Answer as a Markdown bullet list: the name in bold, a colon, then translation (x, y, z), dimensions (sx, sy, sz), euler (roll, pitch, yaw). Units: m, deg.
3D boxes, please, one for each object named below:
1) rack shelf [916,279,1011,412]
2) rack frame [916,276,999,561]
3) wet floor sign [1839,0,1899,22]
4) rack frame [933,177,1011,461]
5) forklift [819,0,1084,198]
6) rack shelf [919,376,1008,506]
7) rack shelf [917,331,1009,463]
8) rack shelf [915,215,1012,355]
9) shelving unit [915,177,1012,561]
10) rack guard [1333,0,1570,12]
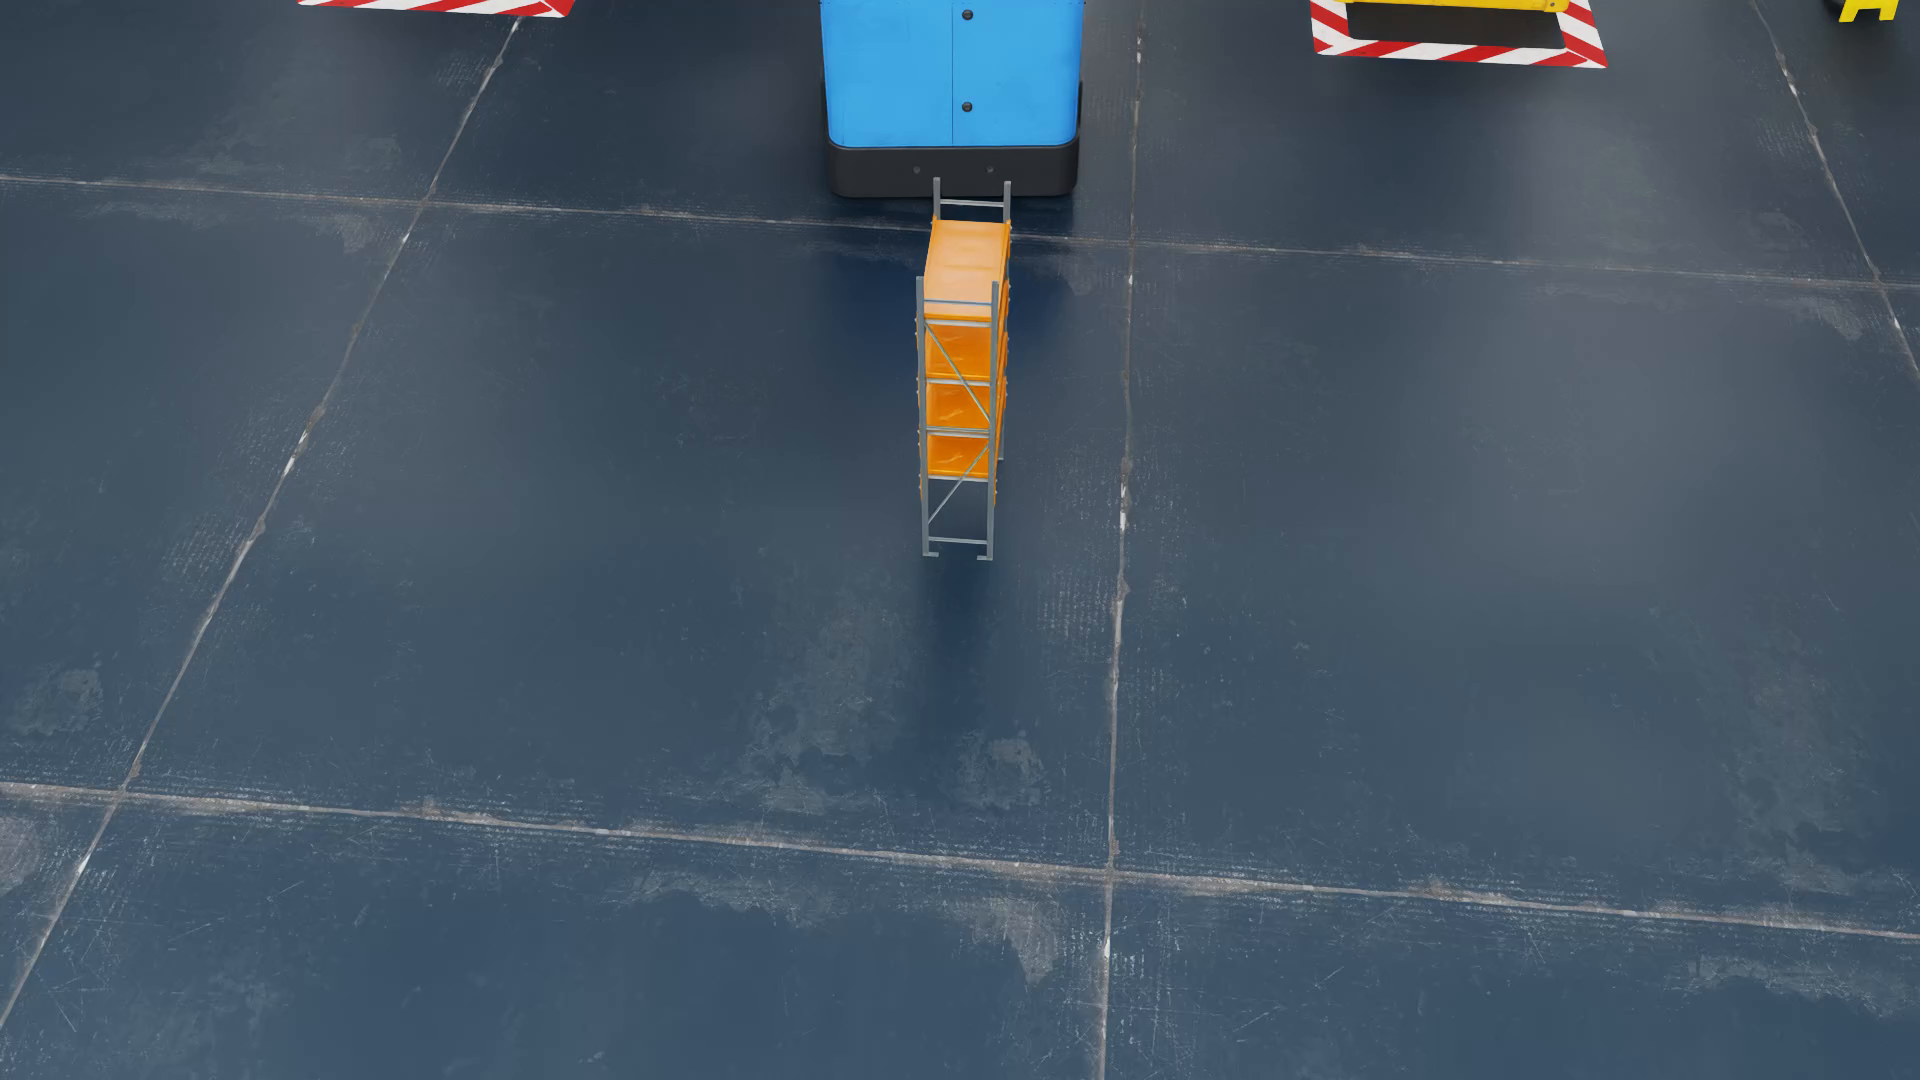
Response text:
- **rack shelf**: translation (0.015, -0.632, 5.303), dimensions (0.258, 0.148, 0.480), euler (4, 48, 4)
- **rack frame**: translation (-0.007, -0.347, 5.255), dimensions (0.240, 1.200, 0.015), euler (4, 48, 4)
- **wet floor sign**: translation (4.375, -2.812, 7.885), dimensions (0.267, 0.644, 0.232), euler (-4, 48, -3)
- **rack frame**: translation (0.037, -0.706, 5.583), dimensions (0.240, 1.200, 0.015), euler (4, 48, 4)
- **forklift**: translation (-0.052, -3.496, 6.961), dimensions (1.130, 2.935, 3.031), euler (-1, 48, -1)
- **rack shelf**: translation (0.015, -0.347, 5.615), dimensions (0.258, 0.148, 0.480), euler (4, 48, 4)
- **rack shelf**: translation (0.015, -0.481, 5.468), dimensions (0.258, 0.148, 0.480), euler (4, 48, 4)
- **rack shelf**: translation (0.015, -0.792, 5.129), dimensions (0.258, 0.148, 0.480), euler (4, 48, 4)
- **shelving unit**: translation (0.015, -0.527, 5.419), dimensions (0.258, 1.200, 0.503), euler (4, 48, 4)
- **rack guard**: translation (2.404, -2.900, 8.064), dimensions (1.175, 0.500, 0.348), euler (4, 48, 4)
